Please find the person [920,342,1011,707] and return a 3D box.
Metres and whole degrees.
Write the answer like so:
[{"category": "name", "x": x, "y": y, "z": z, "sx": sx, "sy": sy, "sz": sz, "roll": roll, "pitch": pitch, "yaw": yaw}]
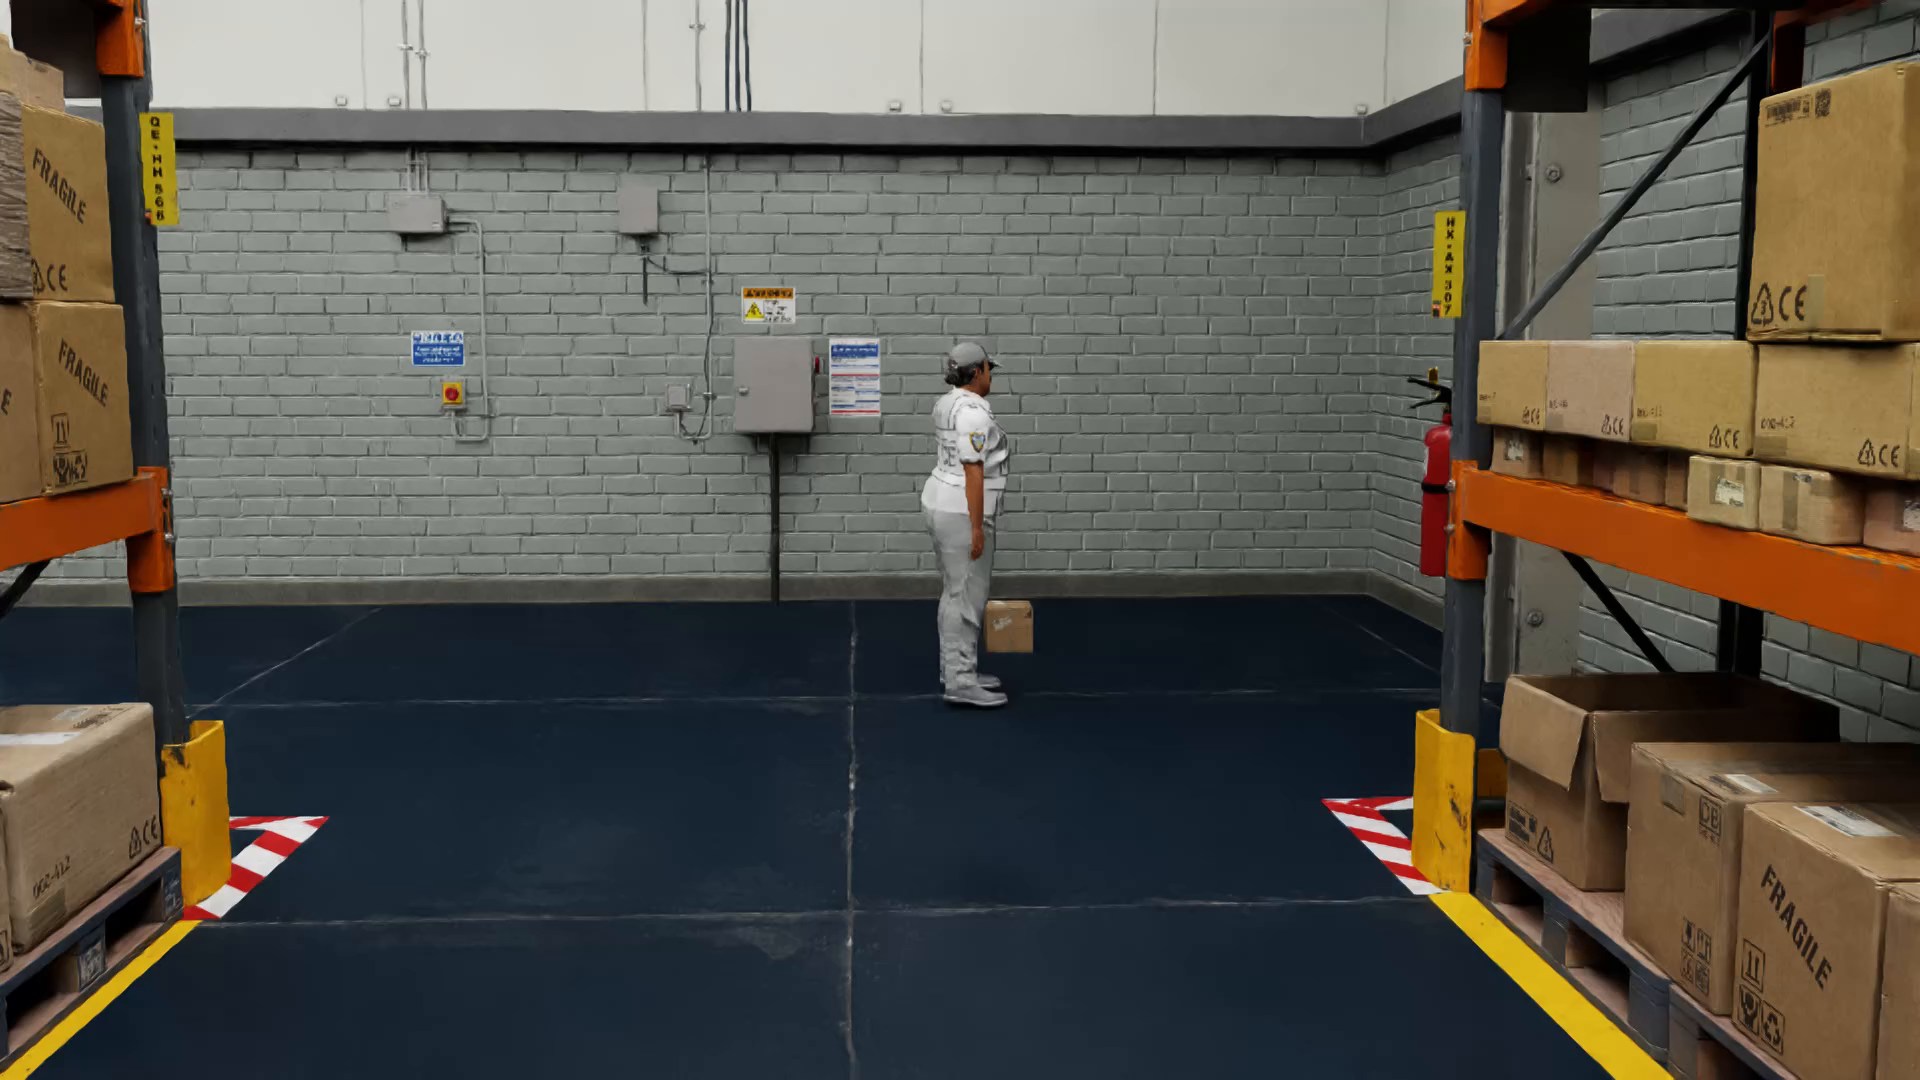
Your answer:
[{"category": "person", "x": 0.025, "y": -0.088, "z": 7.800, "sx": 0.393, "sy": 1.675, "sz": 0.529, "roll": -2, "pitch": 7, "yaw": -14}]
